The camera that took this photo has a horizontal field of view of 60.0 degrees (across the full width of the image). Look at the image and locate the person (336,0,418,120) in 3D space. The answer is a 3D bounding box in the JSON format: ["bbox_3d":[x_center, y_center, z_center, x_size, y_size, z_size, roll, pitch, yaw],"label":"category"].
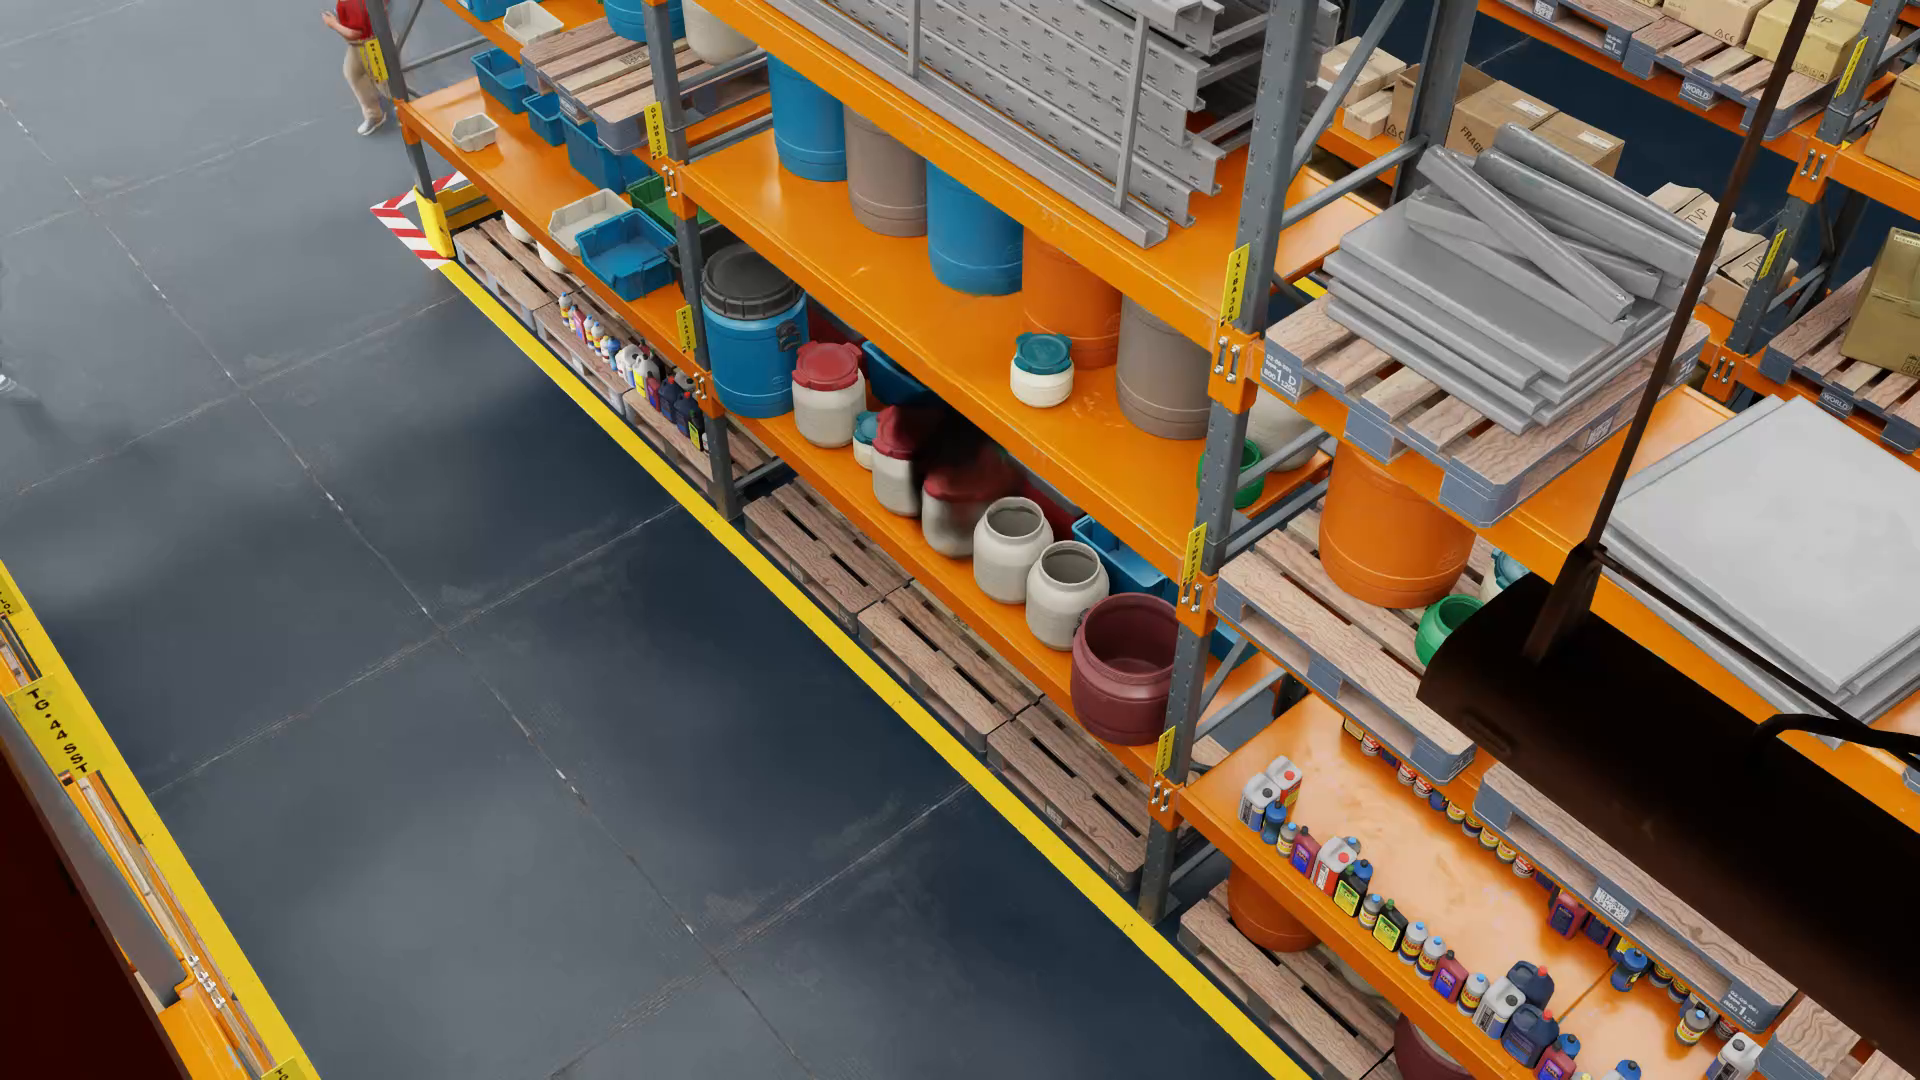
[{"bbox_3d":[-4.779,-3.998,13.617,0.664,1.392,0.623,-10,47,-9],"label":"person"}]
